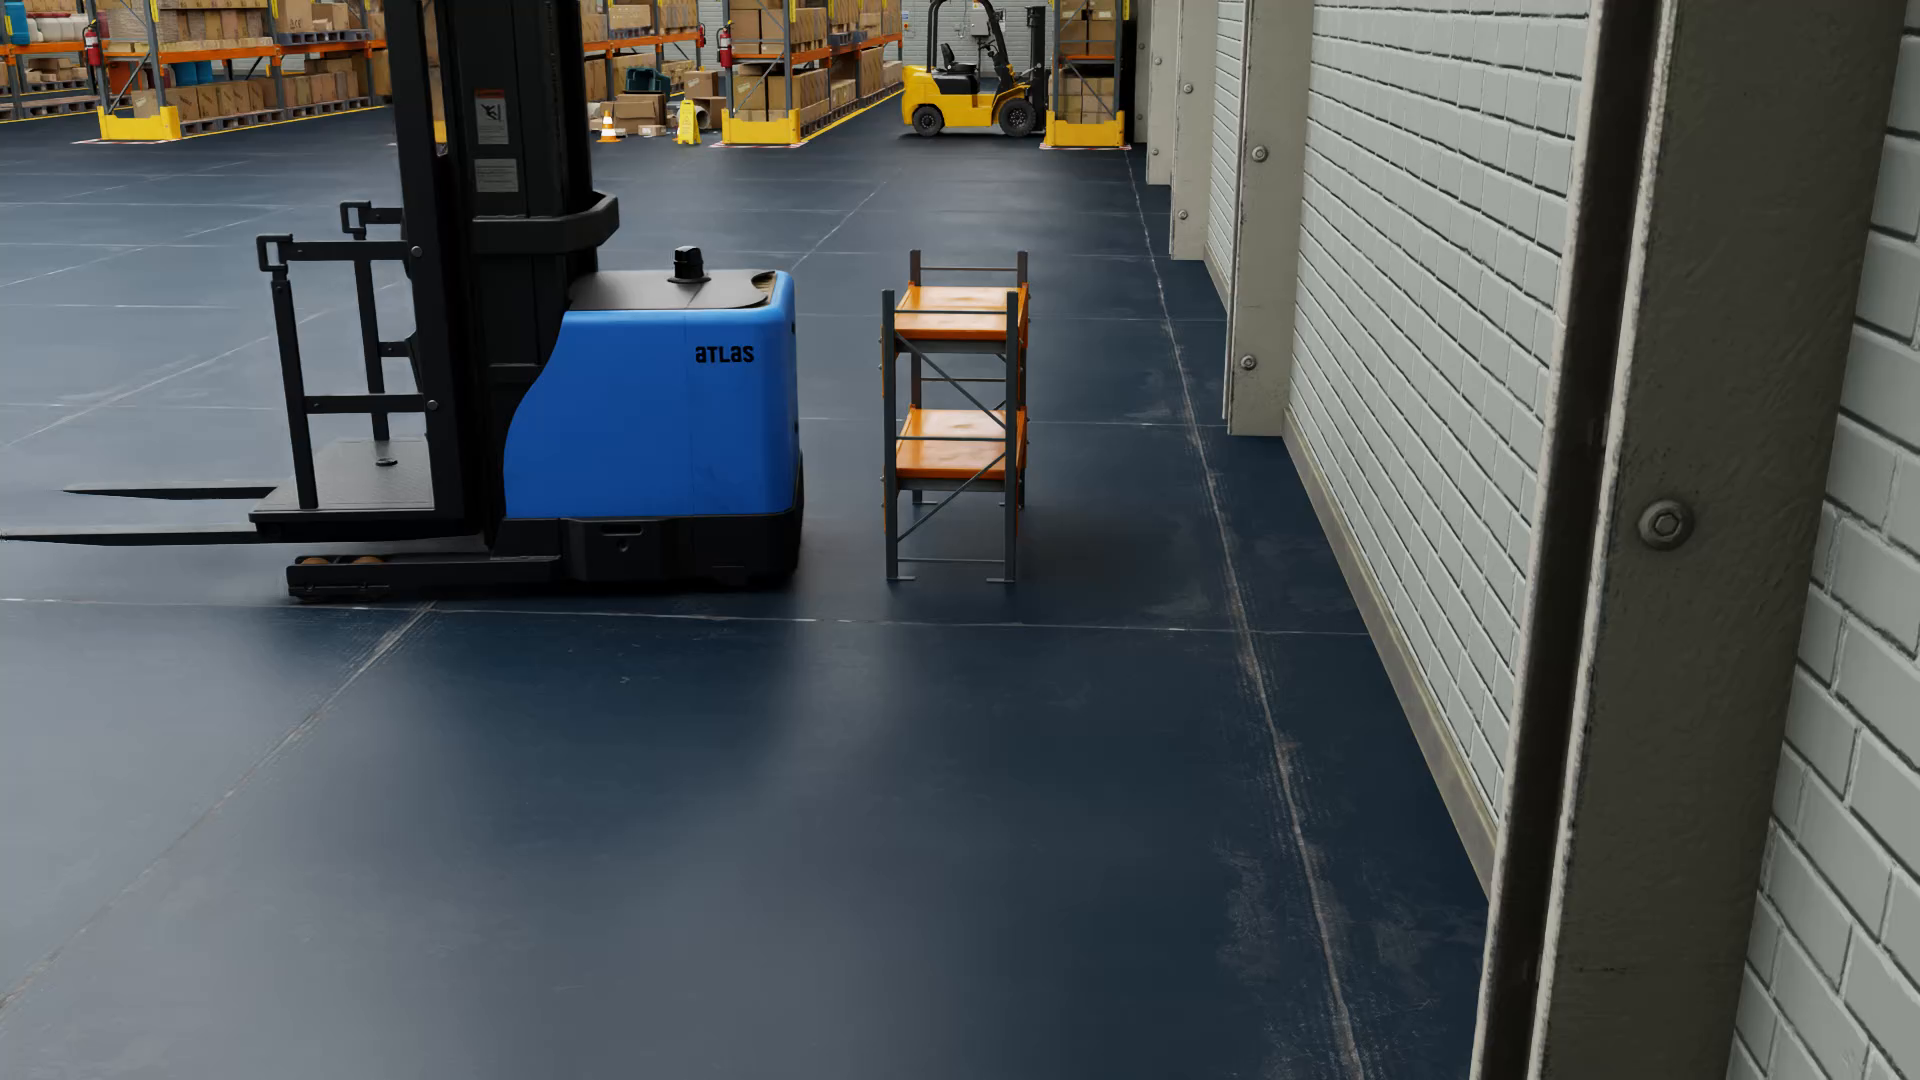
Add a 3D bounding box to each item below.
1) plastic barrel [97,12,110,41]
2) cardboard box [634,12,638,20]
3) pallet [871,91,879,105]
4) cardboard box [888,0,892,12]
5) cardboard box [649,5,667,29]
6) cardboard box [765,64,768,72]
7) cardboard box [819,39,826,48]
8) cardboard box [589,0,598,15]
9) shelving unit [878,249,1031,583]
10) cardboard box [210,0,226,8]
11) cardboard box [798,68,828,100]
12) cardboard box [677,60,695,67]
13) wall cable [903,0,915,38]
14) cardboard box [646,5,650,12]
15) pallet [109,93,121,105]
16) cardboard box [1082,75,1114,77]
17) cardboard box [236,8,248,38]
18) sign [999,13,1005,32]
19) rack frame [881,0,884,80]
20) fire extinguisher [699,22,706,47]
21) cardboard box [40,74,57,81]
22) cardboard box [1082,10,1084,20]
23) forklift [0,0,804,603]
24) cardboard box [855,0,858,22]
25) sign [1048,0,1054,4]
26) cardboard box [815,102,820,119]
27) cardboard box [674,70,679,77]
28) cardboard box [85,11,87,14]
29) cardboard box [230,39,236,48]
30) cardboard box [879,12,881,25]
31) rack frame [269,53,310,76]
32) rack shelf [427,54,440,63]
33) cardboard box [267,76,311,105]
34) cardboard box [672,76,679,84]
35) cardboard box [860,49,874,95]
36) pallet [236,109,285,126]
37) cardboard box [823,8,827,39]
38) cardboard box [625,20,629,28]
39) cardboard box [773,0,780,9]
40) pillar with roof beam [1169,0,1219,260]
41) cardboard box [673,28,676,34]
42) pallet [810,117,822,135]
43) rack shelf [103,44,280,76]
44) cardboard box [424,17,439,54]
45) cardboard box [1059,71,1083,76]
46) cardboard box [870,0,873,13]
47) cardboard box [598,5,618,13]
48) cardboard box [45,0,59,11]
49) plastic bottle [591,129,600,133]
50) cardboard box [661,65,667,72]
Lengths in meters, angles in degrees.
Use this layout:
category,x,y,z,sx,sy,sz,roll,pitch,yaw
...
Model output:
category,x,y,z,sx,sy,sz,roll,pitch,yaw
plastic barrel,-17.040,-10.259,33.197,0.600,0.536,0.708,1,18,4
cardboard box,-7.047,-11.104,35.245,0.380,0.149,0.250,0,18,1
pallet,-2.262,-9.310,34.995,1.003,0.211,1.213,1,18,4
cardboard box,-1.831,-12.237,37.684,0.500,0.500,0.500,2,18,5
cardboard box,-6.855,-11.672,37.089,0.500,0.500,0.500,1,18,3
cardboard box,-3.279,-7.535,26.596,0.380,0.149,0.250,2,18,5
cardboard box,-2.500,-8.468,28.351,0.380,0.149,0.250,2,18,5
cardboard box,-7.470,-10.476,32.311,0.700,0.500,0.500,1,18,4
shelving unit,0.000,-0.537,6.754,0.538,1.125,1.048,1,18,4
cardboard box,-12.523,-9.045,27.465,0.500,0.500,0.500,1,18,4
cardboard box,-2.545,-7.831,28.541,0.500,0.500,0.500,1,18,3
cardboard box,-6.640,-11.535,40.257,0.380,0.149,0.250,1,18,5
wall cable,-1.529,-14.748,45.432,0.585,1.953,0.123,1,18,4
cardboard box,-6.976,-11.569,36.186,0.380,0.149,0.250,2,18,6
pallet,-17.293,-9.266,34.863,1.003,0.211,1.213,1,18,4
cardboard box,2.149,-7.088,25.872,0.500,0.250,0.500,1,18,4
cardboard box,-12.820,-8.888,28.594,0.875,0.500,0.500,1,18,4
sign,1.063,-14.166,45.491,0.329,0.494,0.001,1,18,4
rack frame,-2.197,-11.256,36.457,1.000,3.000,0.127,1,18,4
fire extinguisher,-6.376,-12.431,40.767,0.296,0.674,0.183,1,18,4
cardboard box,-21.664,-10.957,39.387,0.380,0.166,0.250,1,18,4
cardboard box,1.708,-8.048,25.466,0.380,0.149,0.250,2,18,5
forklift,-2.163,-1.328,6.268,3.031,2.935,1.130,-1,18,-3
cardboard box,-2.239,-10.255,32.089,0.500,0.500,0.500,1,18,2
sign,1.354,-8.099,24.581,0.100,0.325,0.005,1,18,4
cardboard box,-2.614,-7.151,27.671,0.500,0.250,0.500,2,18,5
cardboard box,-6.739,-10.829,38.582,0.380,0.149,0.250,1,18,3
cardboard box,-21.470,-12.683,40.651,0.500,0.500,0.500,1,18,4
cardboard box,-12.516,-8.413,28.183,0.380,0.149,0.250,1,18,4
cardboard box,-1.986,-11.280,35.968,0.500,0.250,0.500,1,18,4
rack frame,-16.735,-12.830,41.261,1.000,3.000,0.127,1,18,4
rack shelf,-7.858,-7.887,27.332,1.077,0.370,4.000,1,18,4
cardboard box,-12.536,-8.352,30.902,0.700,0.500,0.500,1,18,4
cardboard box,-6.742,-10.690,38.633,0.380,0.149,0.250,1,18,2
cardboard box,-2.283,-9.693,34.425,0.875,0.875,0.875,2,18,5
pallet,-12.668,-7.458,29.345,1.003,0.211,1.213,1,18,4
cardboard box,-2.554,-8.817,28.374,0.500,0.500,0.500,1,18,3
cardboard box,-7.102,-10.719,34.548,0.380,0.149,0.250,2,18,5
cardboard box,-3.195,-8.514,25.844,0.700,0.500,0.500,1,18,4
pillar with roof beam,-2.311,-6.835,13.332,9.100,9.000,0.400,1,18,4
cardboard box,-6.749,-11.706,38.235,0.380,0.149,0.250,2,18,6
pallet,-2.868,-6.857,27.510,1.003,0.211,1.213,1,18,4
rack shelf,-12.798,-8.029,27.766,1.077,0.370,4.000,1,18,4
cardboard box,-8.020,-7.796,25.656,0.875,0.550,0.550,1,18,4
cardboard box,1.762,-7.573,27.353,0.500,0.250,0.500,2,18,6
cardboard box,-2.086,-11.155,34.384,0.500,0.500,0.500,2,18,5
cardboard box,-7.163,-10.754,33.700,0.380,0.149,0.250,1,18,4
cardboard box,-21.574,-12.682,39.043,0.500,0.500,0.500,1,18,2
plastic bottle,-6.013,-6.740,27.394,0.133,0.061,0.283,-5,19,-15
cardboard box,-6.831,-10.649,37.554,0.380,0.149,0.250,2,18,7
